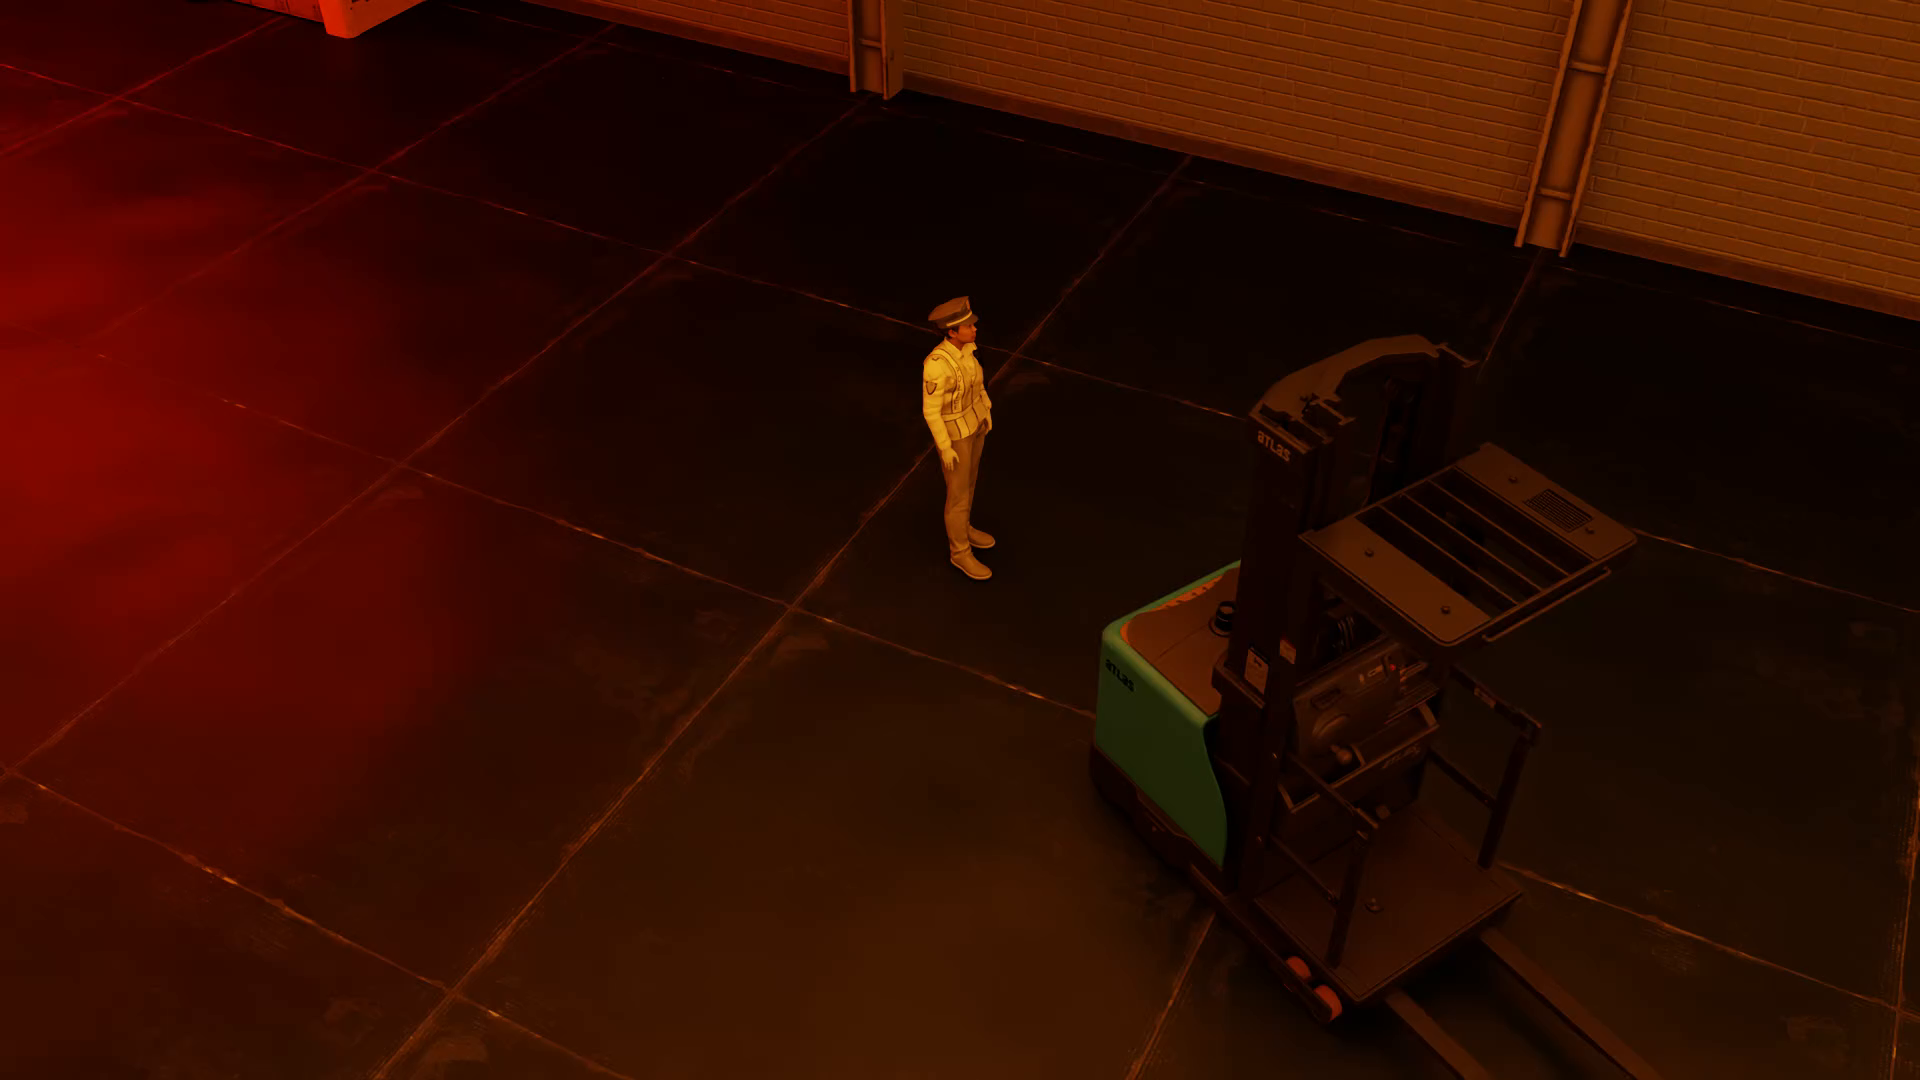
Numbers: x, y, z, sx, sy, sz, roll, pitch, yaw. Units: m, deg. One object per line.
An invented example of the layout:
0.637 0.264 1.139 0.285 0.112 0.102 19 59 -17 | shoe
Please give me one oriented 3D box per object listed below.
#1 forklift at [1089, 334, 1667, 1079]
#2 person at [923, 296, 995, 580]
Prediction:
1.923 0.732 7.117 1.130 2.935 3.031 -24 46 -26 | forklift
0.058 -0.629 9.682 0.530 1.694 0.586 18 43 21 | person
